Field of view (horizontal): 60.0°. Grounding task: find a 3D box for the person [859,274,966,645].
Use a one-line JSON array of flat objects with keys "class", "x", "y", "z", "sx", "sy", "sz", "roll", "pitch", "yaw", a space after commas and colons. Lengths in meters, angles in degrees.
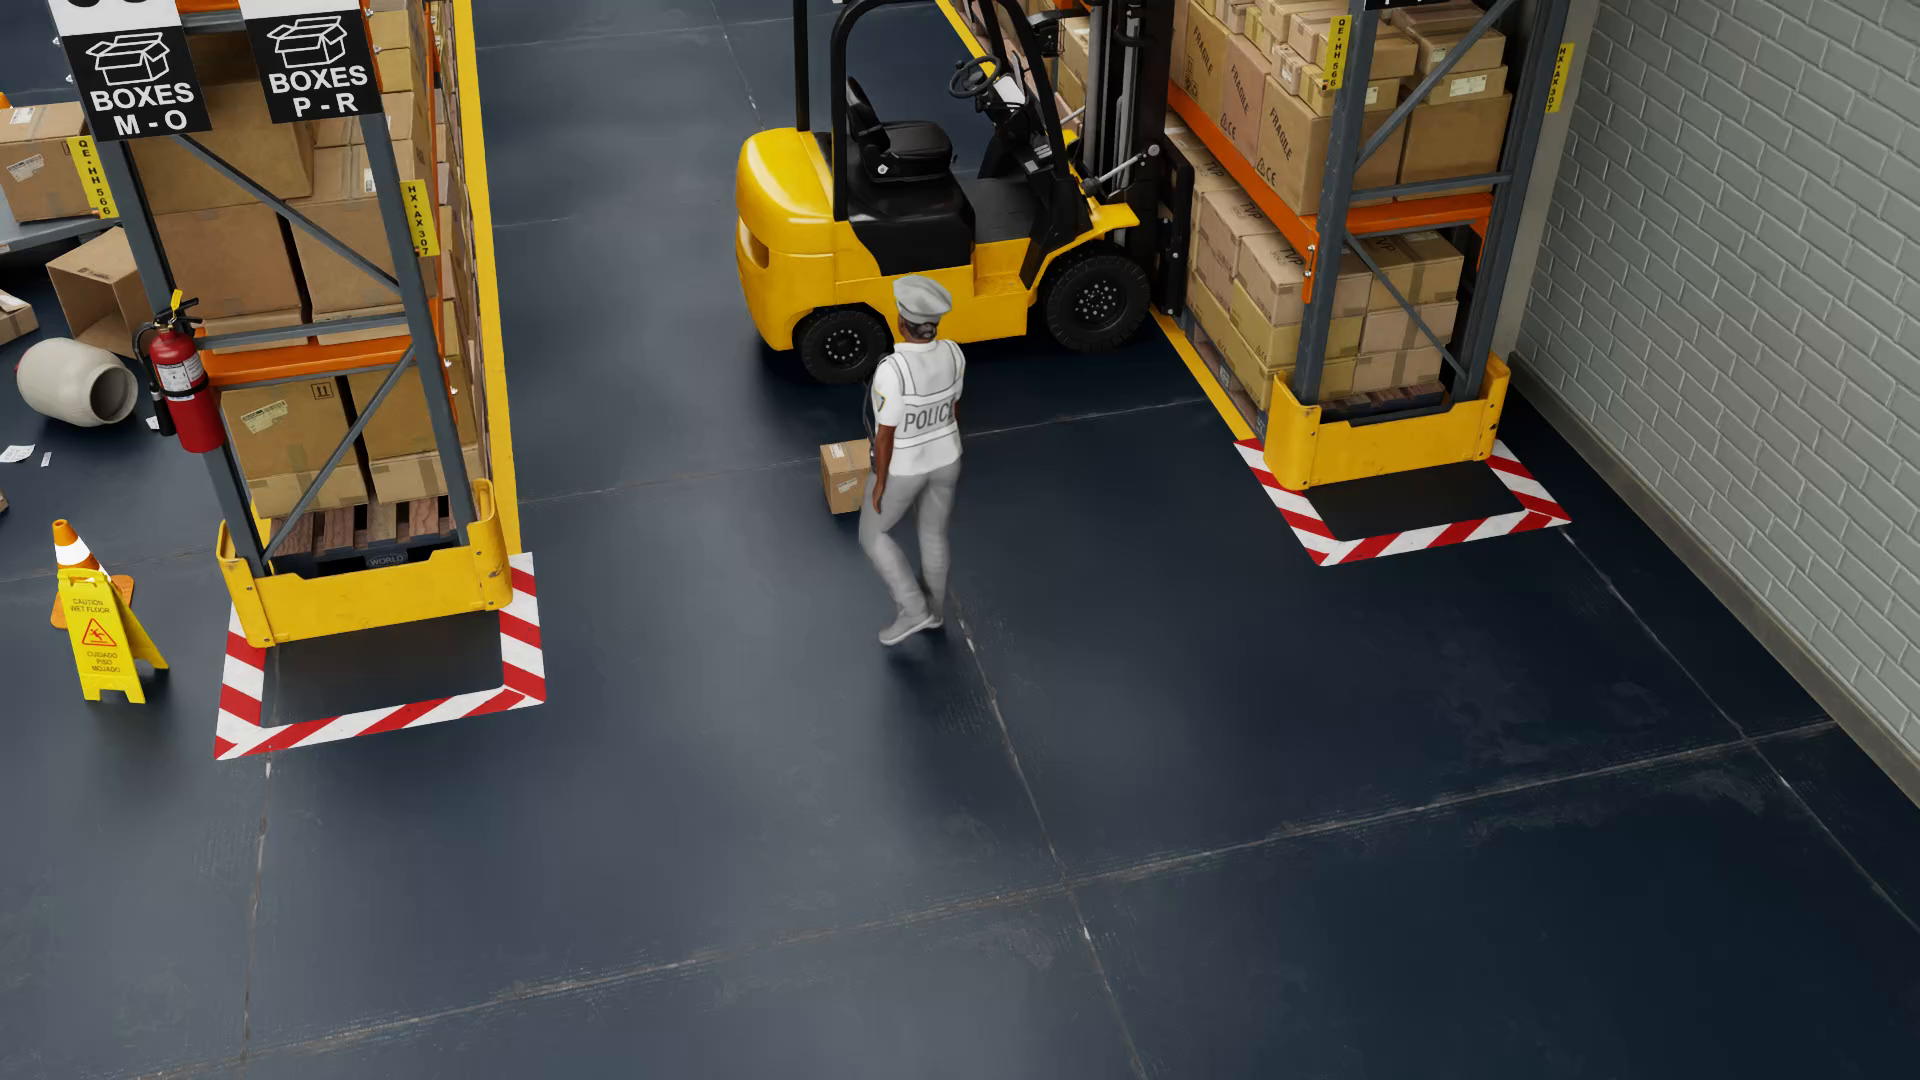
[{"class": "person", "x": -0.175, "y": -0.293, "z": 7.045, "sx": 0.501, "sy": 1.658, "sz": 0.455, "roll": -20, "pitch": 43, "yaw": -24}]
